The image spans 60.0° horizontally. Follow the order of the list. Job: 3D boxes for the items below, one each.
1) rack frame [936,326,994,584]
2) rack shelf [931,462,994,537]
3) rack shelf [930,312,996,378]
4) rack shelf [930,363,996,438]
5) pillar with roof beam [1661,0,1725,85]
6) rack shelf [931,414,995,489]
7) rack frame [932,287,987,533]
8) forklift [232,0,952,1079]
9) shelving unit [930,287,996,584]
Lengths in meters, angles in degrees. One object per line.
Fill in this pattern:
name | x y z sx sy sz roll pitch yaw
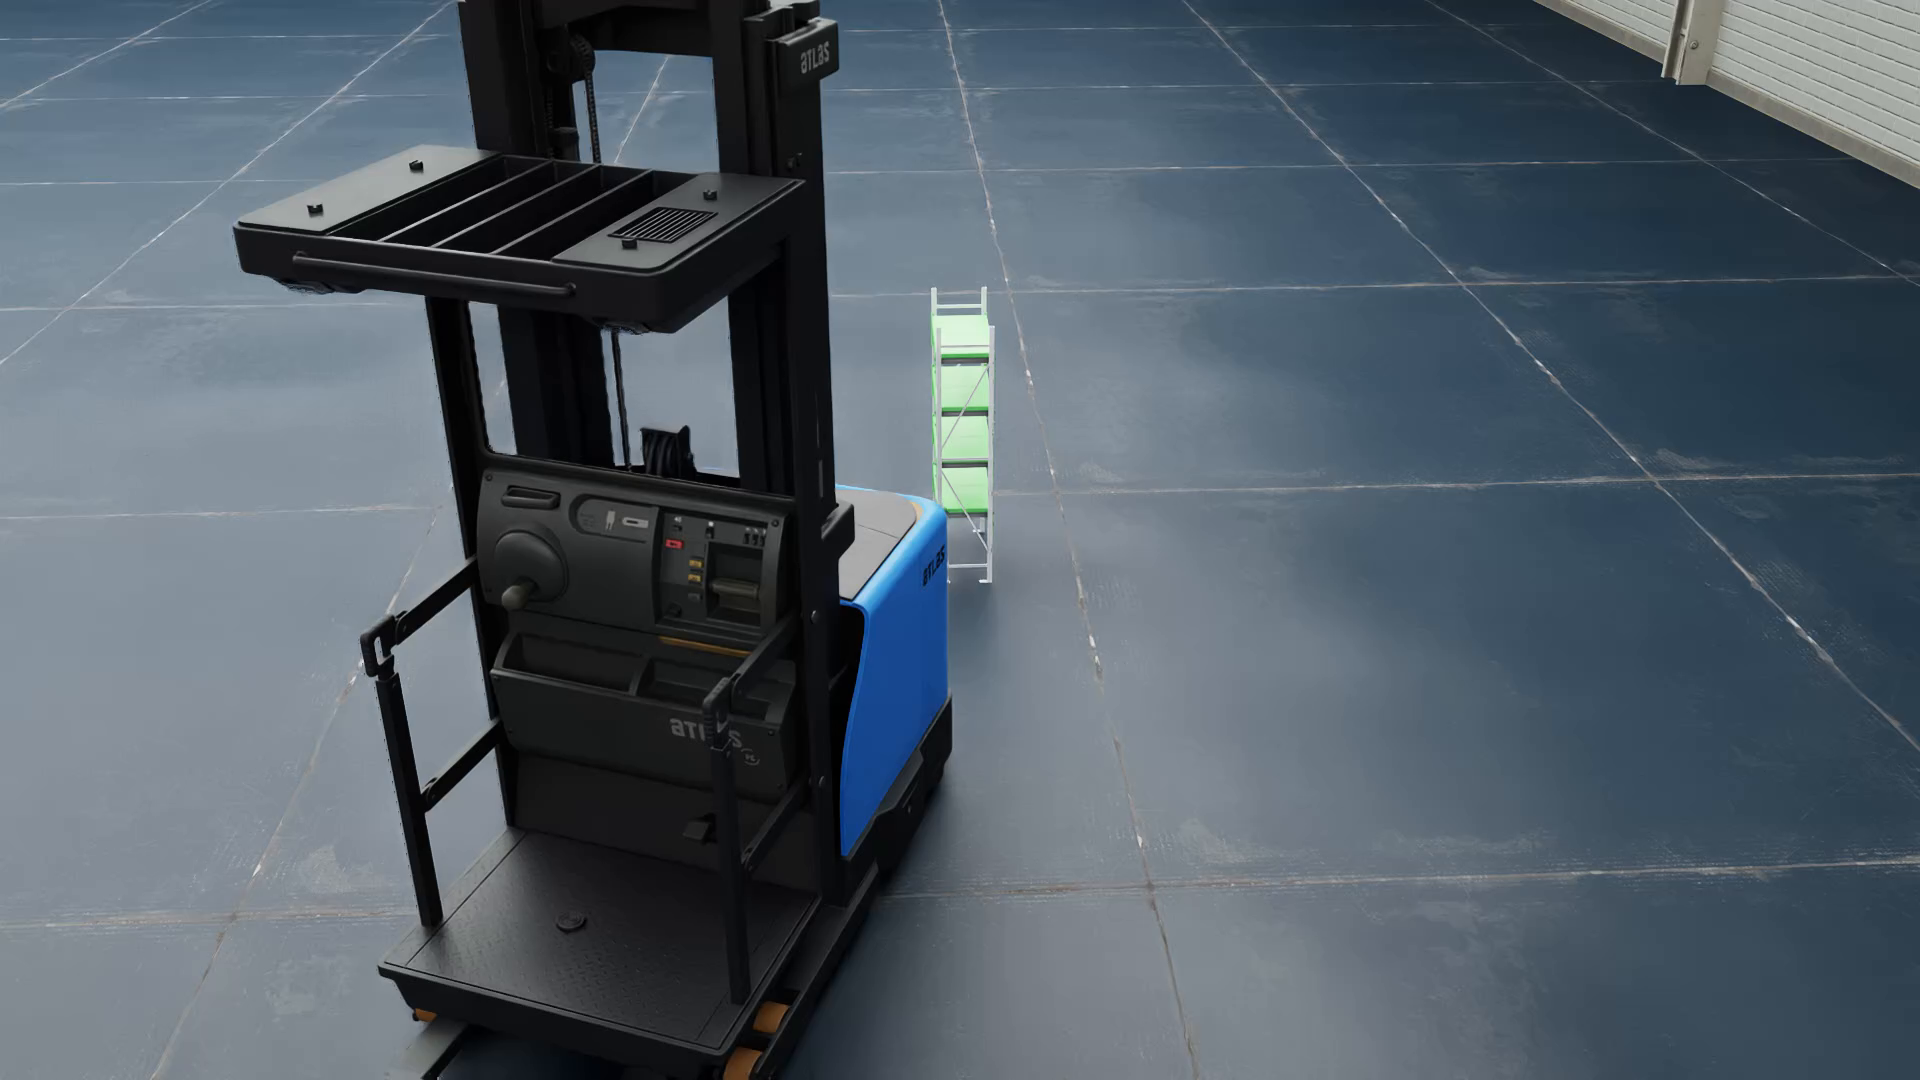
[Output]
rack frame | 0.021 -0.343 7.110 0.240 1.200 0.015 -1 28 -3
rack shelf | 0.009 -0.186 7.466 0.258 0.148 0.480 -1 28 -3
rack shelf | 0.009 -0.824 7.134 0.258 0.148 0.480 -1 28 -3
rack shelf | 0.009 -0.612 7.245 0.258 0.148 0.480 -1 28 -3
pillar with roof beam | 2.885 -8.444 14.210 9.100 9.000 0.400 -1 28 -3
rack shelf | 0.009 -0.399 7.356 0.258 0.148 0.480 -1 28 -3
rack frame | -0.004 -0.568 7.542 0.240 1.200 0.015 -1 28 -3
forklift | -0.984 0.087 4.414 1.130 2.935 3.031 9 29 17
shelving unit | 0.009 -0.456 7.326 0.258 1.200 0.503 -1 28 -3
